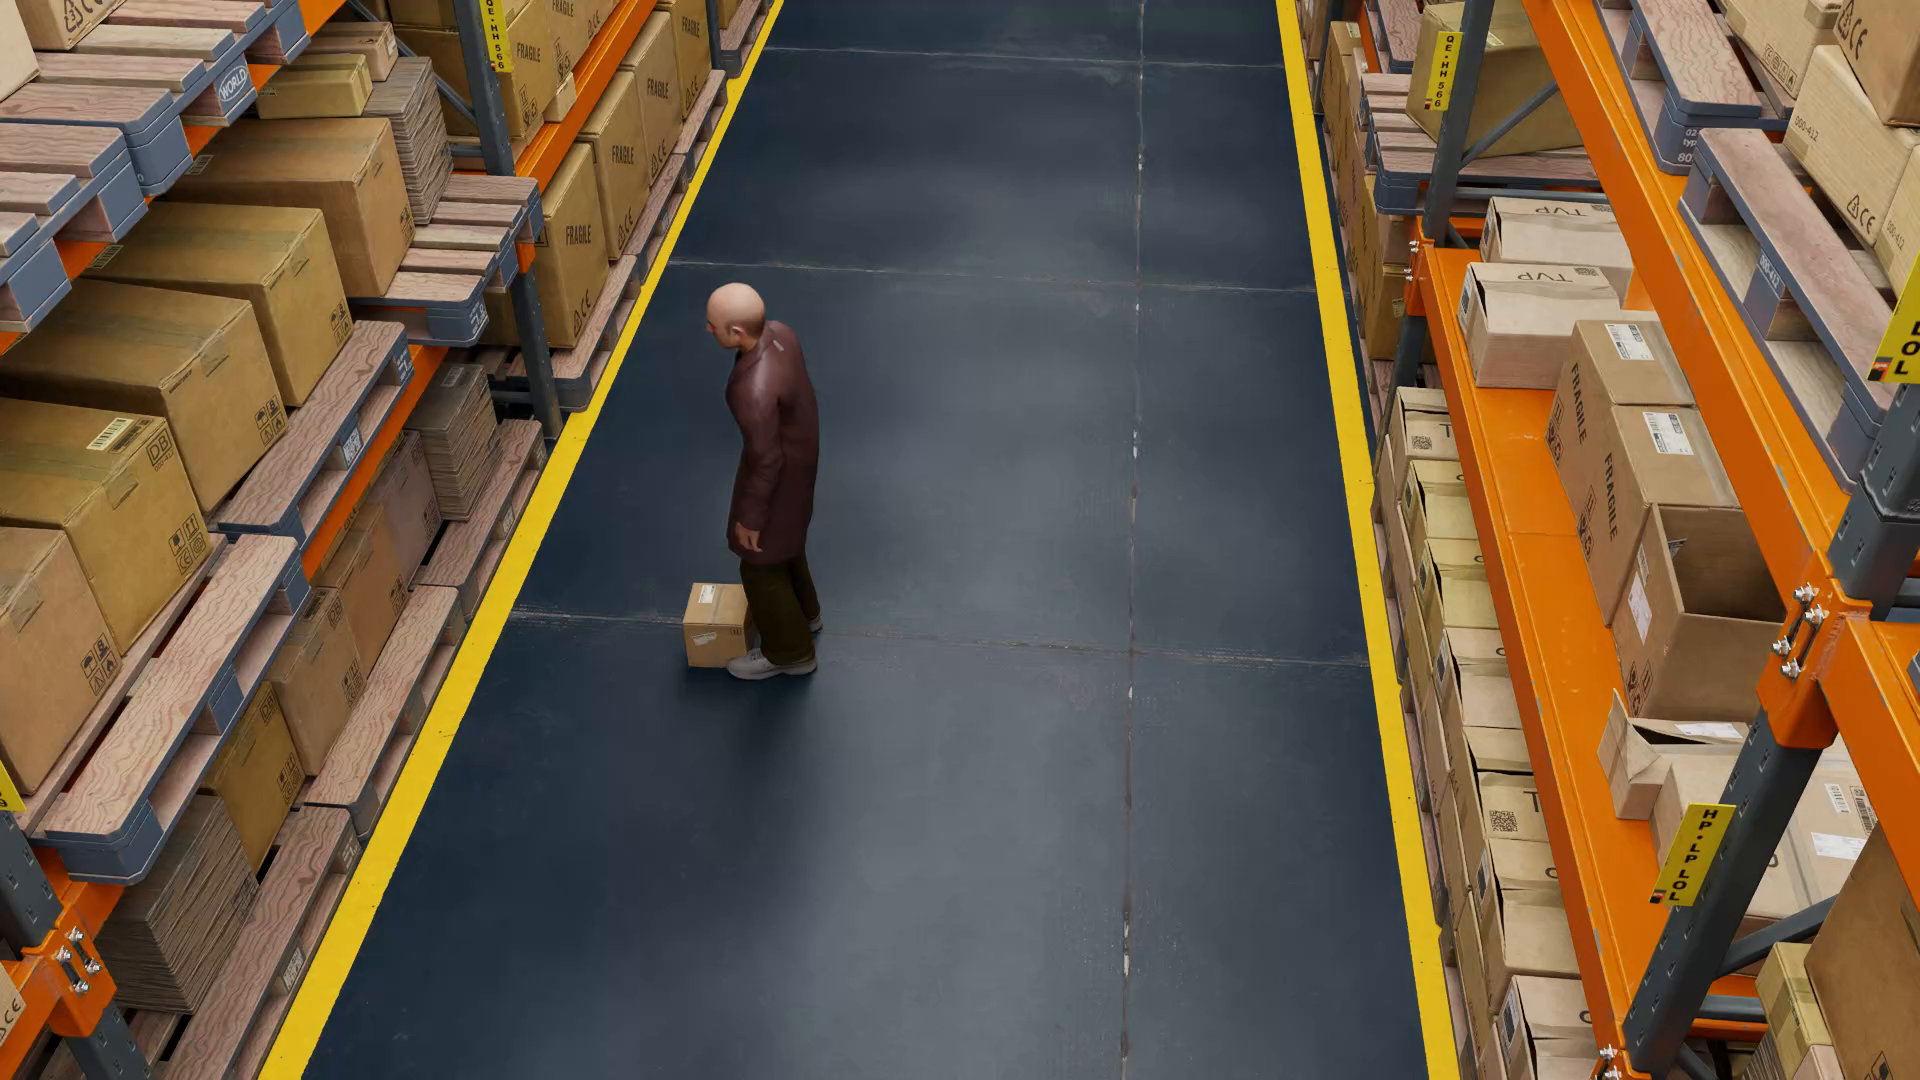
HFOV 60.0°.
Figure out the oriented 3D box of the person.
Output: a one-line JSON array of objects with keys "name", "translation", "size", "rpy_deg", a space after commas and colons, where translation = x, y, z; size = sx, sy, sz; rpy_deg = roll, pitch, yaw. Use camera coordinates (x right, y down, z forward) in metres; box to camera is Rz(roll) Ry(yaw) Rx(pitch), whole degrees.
[{"name": "person", "translation": [-0.746, -0.224, 6.440], "size": [0.424, 1.773, 0.640], "rpy_deg": [2, 40, 3]}]
